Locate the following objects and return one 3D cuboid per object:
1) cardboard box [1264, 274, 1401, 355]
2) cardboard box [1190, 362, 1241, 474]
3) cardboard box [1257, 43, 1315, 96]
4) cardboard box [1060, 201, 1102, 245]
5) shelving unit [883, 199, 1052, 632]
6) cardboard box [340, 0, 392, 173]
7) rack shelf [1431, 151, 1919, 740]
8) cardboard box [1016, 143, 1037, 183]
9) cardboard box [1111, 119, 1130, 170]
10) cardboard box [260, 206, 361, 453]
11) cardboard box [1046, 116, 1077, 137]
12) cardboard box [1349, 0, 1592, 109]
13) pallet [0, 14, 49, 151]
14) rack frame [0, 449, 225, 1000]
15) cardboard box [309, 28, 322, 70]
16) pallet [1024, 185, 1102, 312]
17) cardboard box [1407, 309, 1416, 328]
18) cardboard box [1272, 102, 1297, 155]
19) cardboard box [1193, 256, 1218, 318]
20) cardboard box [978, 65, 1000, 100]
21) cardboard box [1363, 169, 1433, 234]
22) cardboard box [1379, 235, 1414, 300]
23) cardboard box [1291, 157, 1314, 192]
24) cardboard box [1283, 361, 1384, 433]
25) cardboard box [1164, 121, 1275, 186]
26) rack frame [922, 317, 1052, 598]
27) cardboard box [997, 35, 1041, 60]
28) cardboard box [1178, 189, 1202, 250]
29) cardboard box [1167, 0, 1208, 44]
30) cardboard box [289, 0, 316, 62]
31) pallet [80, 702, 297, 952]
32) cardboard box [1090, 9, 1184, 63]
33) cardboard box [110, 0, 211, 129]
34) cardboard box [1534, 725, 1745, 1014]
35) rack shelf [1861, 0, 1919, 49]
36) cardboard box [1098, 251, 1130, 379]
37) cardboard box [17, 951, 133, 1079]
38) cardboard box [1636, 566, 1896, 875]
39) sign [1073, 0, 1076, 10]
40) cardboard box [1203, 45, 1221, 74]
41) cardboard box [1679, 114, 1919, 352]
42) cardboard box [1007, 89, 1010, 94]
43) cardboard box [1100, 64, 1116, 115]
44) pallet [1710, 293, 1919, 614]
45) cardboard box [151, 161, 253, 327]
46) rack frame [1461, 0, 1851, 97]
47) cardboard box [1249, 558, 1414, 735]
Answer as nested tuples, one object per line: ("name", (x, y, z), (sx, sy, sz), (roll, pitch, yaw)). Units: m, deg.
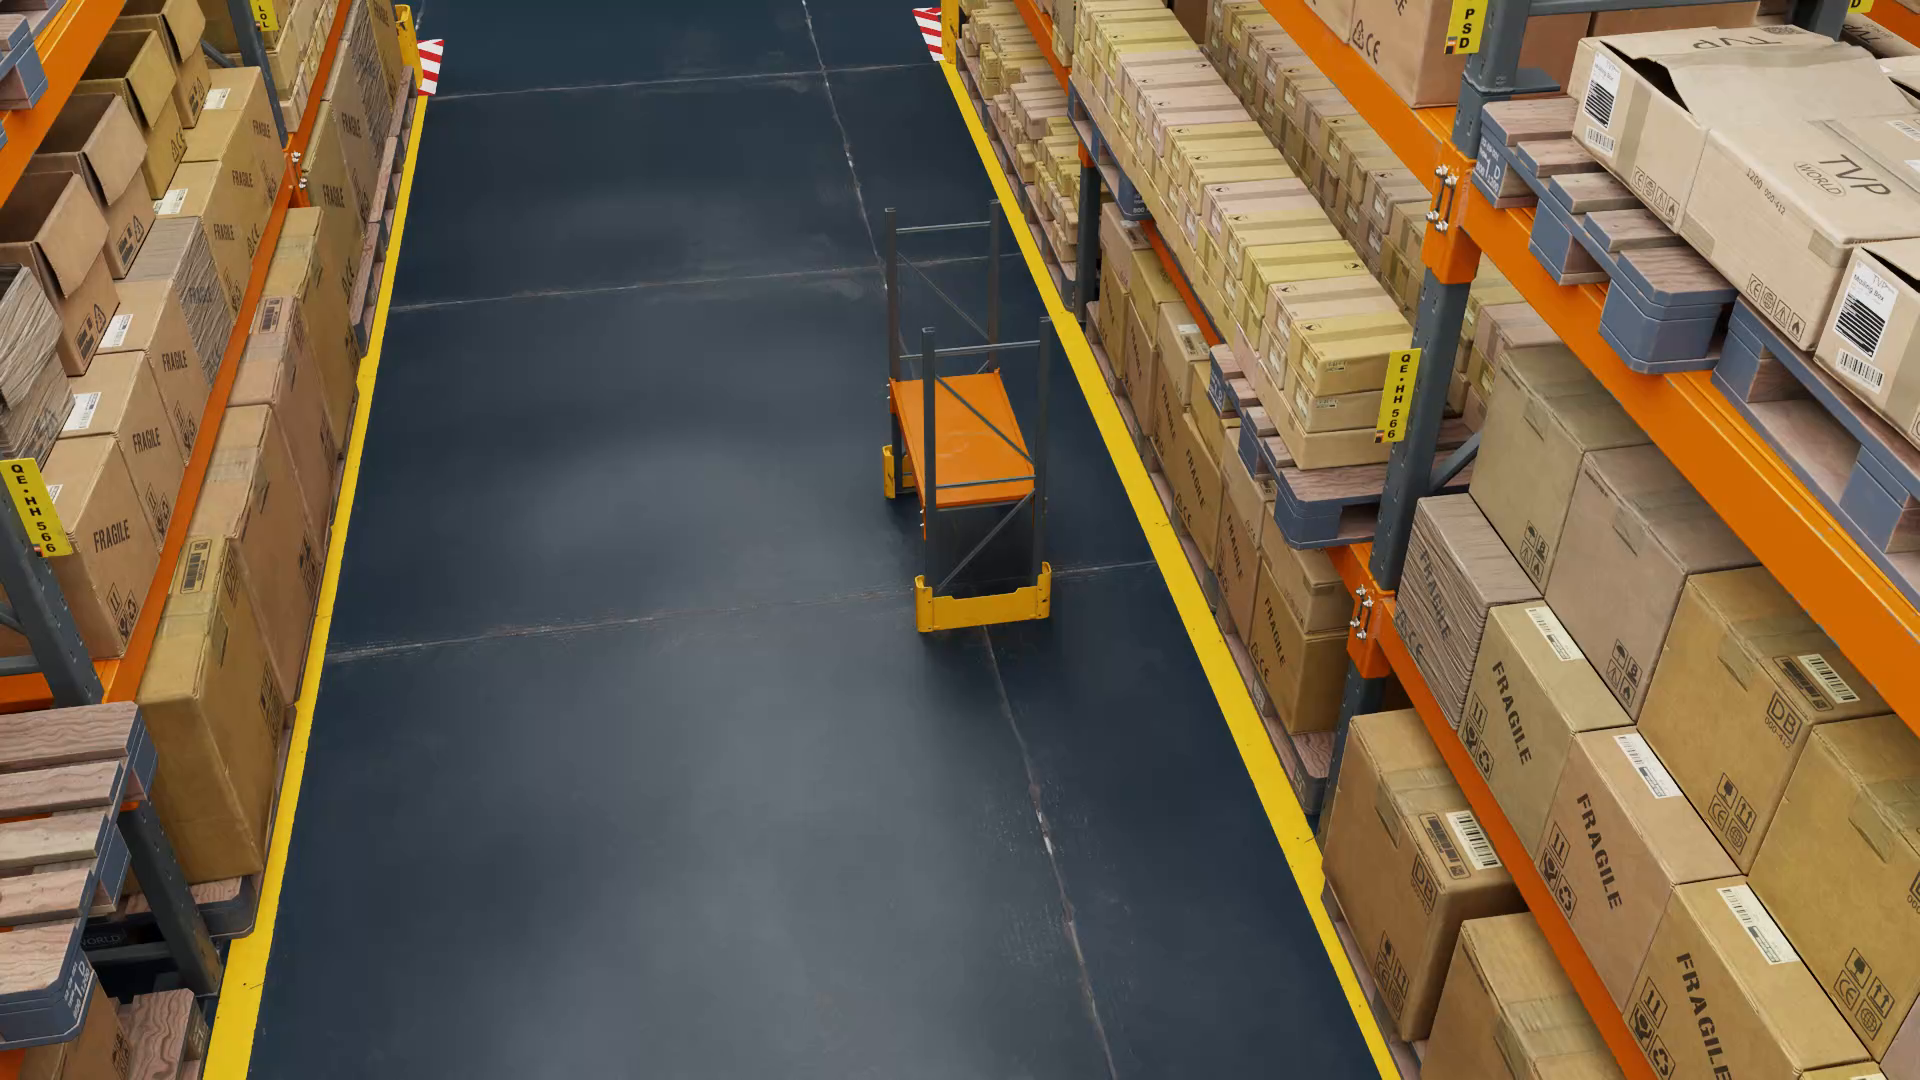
("cardboard box", (1.266, -0.767, 5.670), (0.380, 0.149, 0.250), (-7, 38, -9))
("cardboard box", (1.294, -0.539, 7.083), (0.500, 0.250, 0.500), (-5, 38, -7))
("cardboard box", (1.544, -2.086, 7.368), (0.380, 0.149, 0.250), (-6, 38, -8))
("cardboard box", (0.776, -1.797, 9.357), (0.380, 0.149, 0.250), (-6, 38, -7))
("shelving unit", (0.013, -0.546, 7.231), (0.587, 1.500, 1.083), (-6, 38, -8))
("cardboard box", (-4.108, -2.826, 10.332), (0.875, 0.875, 0.875), (-6, 38, -8))
("rack shelf", (2.196, 0.240, 3.137), (1.077, 0.370, 4.000), (-6, 38, -8))
("cardboard box", (0.558, -2.348, 10.309), (0.380, 0.149, 0.250), (-6, 38, -8))
("cardboard box", (0.897, -1.792, 7.475), (0.380, 0.149, 0.250), (-6, 38, -7))
("cardboard box", (-3.625, -0.953, 7.921), (1.225, 0.875, 0.875), (-6, 38, -8))
("cardboard box", (0.722, -2.410, 9.903), (0.380, 0.149, 0.250), (-5, 38, -6))
("cardboard box", (1.495, -1.609, 4.849), (0.500, 0.500, 0.500), (-6, 38, -8))
("pallet", (-3.221, -1.088, 4.414), (1.213, 0.211, 1.003), (-5, 38, -6))
("rack frame", (-3.056, 0.405, 4.783), (1.000, 3.000, 0.127), (-6, 38, -8))
("cardboard box", (-3.622, -2.602, 8.859), (0.380, 0.149, 0.250), (-7, 38, -9))
("pallet", (0.991, -1.784, 9.874), (1.003, 0.211, 1.213), (-6, 38, -8))
("cardboard box", (1.871, -0.751, 6.134), (0.380, 0.149, 0.250), (-4, 38, -6))
("cardboard box", (1.593, -1.817, 7.264), (0.380, 0.149, 0.250), (-8, 39, -10))
("cardboard box", (1.130, -1.001, 6.456), (0.380, 0.149, 0.250), (-8, 39, -10))
("cardboard box", (0.333, -3.123, 11.307), (0.380, 0.149, 0.250), (-6, 38, -7))
("cardboard box", (1.771, -1.303, 6.359), (0.380, 0.149, 0.250), (-5, 38, -6))
("cardboard box", (1.814, -1.041, 6.266), (0.380, 0.149, 0.250), (-6, 38, -8))
("cardboard box", (1.640, -1.545, 7.156), (0.380, 0.149, 0.250), (-5, 38, -6))
("cardboard box", (1.310, -0.501, 5.569), (0.380, 0.149, 0.250), (-5, 38, -7))
("cardboard box", (1.038, -1.554, 6.683), (0.380, 0.149, 0.250), (-5, 38, -7))
("rack frame", (0.104, -0.234, 6.828), (0.500, 1.500, 0.032), (-6, 38, -8))
("cardboard box", (0.449, -3.192, 10.910), (0.380, 0.149, 0.250), (-5, 38, -6))
("cardboard box", (1.082, -1.279, 6.572), (0.380, 0.149, 0.250), (-5, 38, -7))
("cardboard box", (1.305, -2.966, 8.799), (0.500, 0.500, 0.500), (-7, 38, -9))
("cardboard box", (-3.664, -2.682, 8.637), (0.500, 0.250, 0.500), (-6, 38, -8))
("pallet", (-3.120, 1.022, 6.262), (1.003, 0.211, 1.213), (-6, 38, -8))
("cardboard box", (0.815, -2.329, 7.681), (0.380, 0.149, 0.250), (-5, 38, -7))
("cardboard box", (-3.637, -2.061, 7.059), (0.797, 0.503, 0.637), (-7, 38, -9))
("cardboard box", (1.838, 0.805, 4.187), (0.500, 0.500, 0.500), (-6, 38, -8))
("rack shelf", (5.649, -4.000, 11.041), (1.077, 0.370, 4.000), (-6, 38, -8))
("cardboard box", (1.012, -1.187, 8.528), (0.500, 0.500, 0.500), (-5, 38, -6))
("cardboard box", (-2.919, 1.621, 4.897), (0.700, 0.500, 0.500), (-8, 39, -10))
("cardboard box", (2.096, 0.386, 3.912), (0.700, 0.500, 0.500), (-7, 38, -9))
("sign", (0.611, -2.762, 8.155), (0.100, 0.325, 0.005), (-6, 38, -8))
("cardboard box", (1.408, -2.331, 8.168), (0.380, 0.149, 0.250), (-7, 38, -9))
("cardboard box", (1.843, -0.634, 3.375), (0.500, 0.250, 0.500), (-5, 38, -7))
("cardboard box", (0.482, -3.086, 11.016), (0.380, 0.149, 0.250), (-8, 39, -10))
("cardboard box", (0.853, -2.068, 7.586), (0.380, 0.149, 0.250), (-5, 38, -7))
("pallet", (2.209, -0.119, 3.167), (1.003, 0.211, 1.213), (-5, 38, -6))
("cardboard box", (-3.228, -1.183, 6.746), (0.500, 0.500, 0.500), (-7, 38, -8))
("rack frame", (1.845, -2.436, 3.551), (1.000, 3.000, 0.127), (-6, 38, -8))
("cardboard box", (1.472, 0.385, 6.505), (0.500, 0.500, 0.500), (-6, 38, -8))
